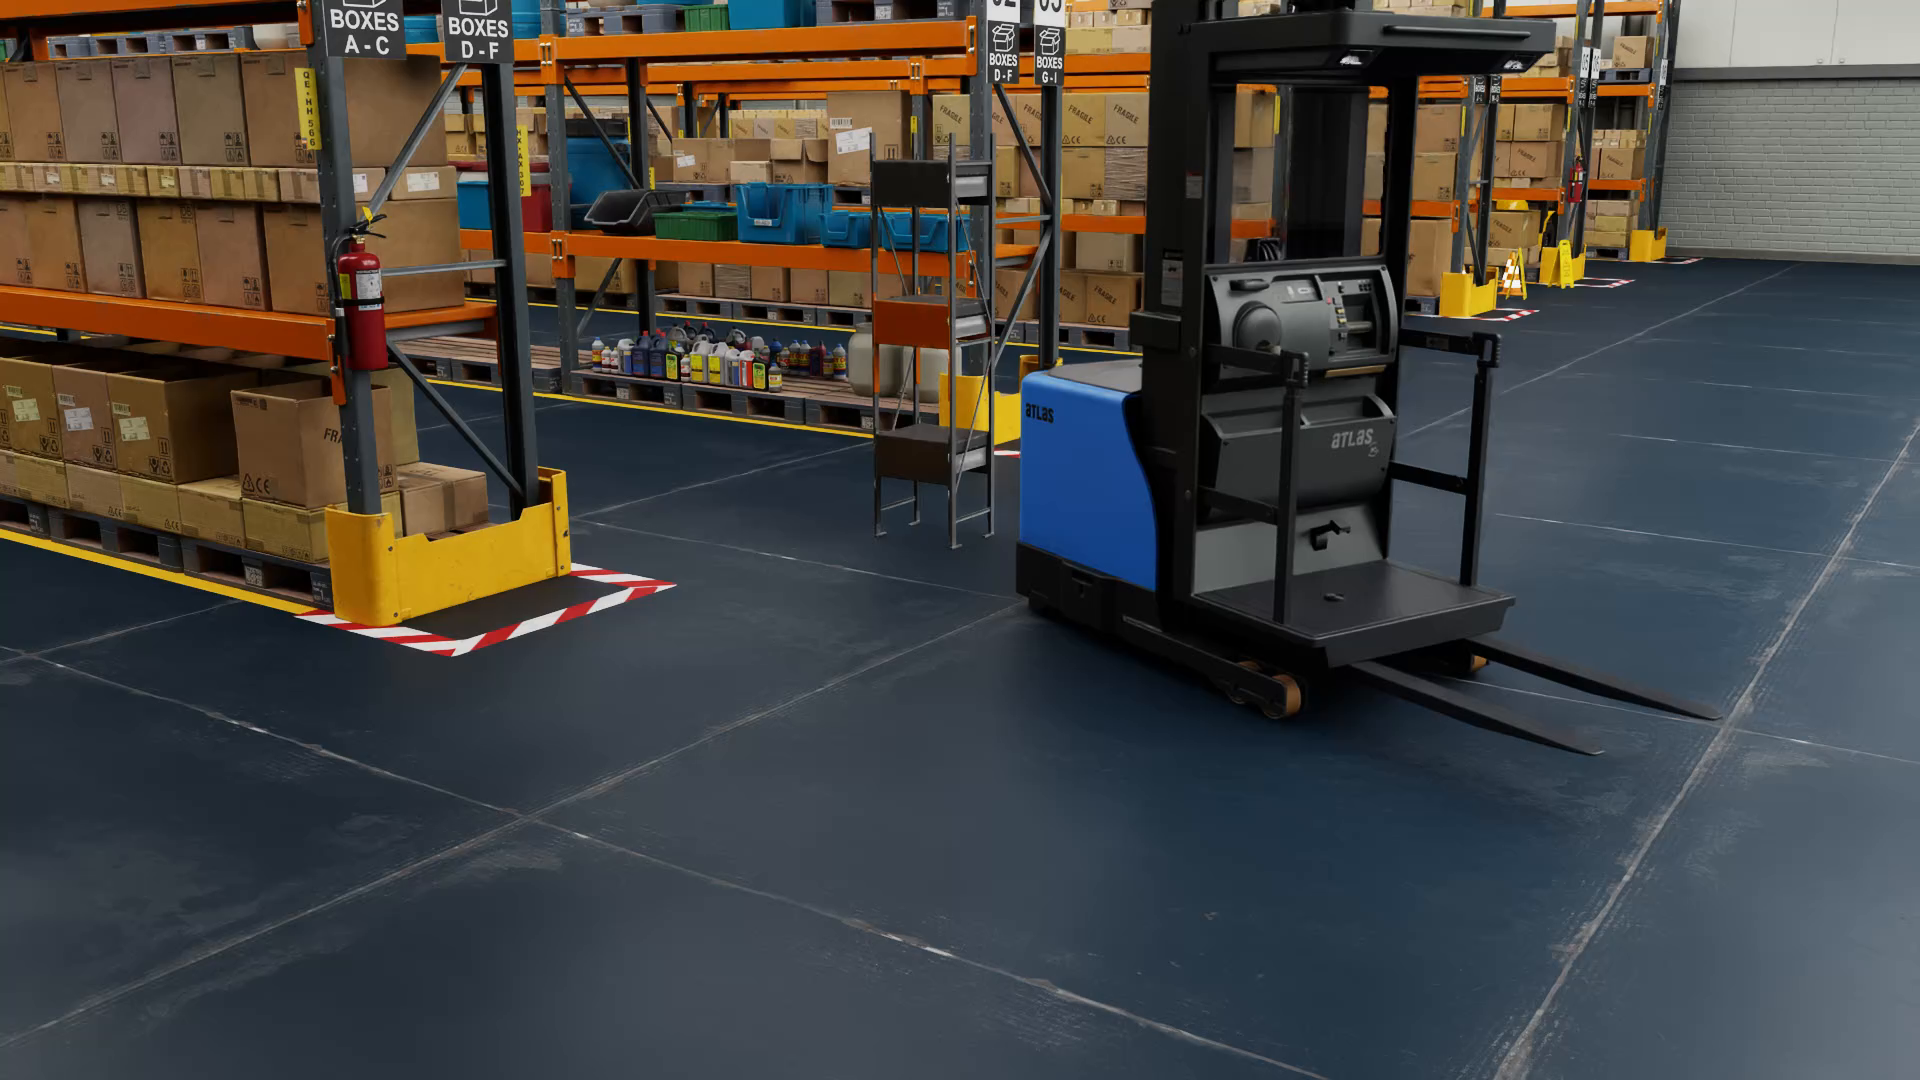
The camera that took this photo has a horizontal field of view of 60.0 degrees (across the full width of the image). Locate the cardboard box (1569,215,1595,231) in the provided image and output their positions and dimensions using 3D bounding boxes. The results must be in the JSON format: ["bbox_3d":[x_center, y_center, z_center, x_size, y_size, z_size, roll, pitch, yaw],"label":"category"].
[{"bbox_3d":[10.464,-5.336,27.946,0.500,0.250,0.500,9,17,32],"label":"cardboard box"}]

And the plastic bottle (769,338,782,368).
[{"bbox_3d":[-1.476,-1.480,13.320,0.097,0.271,0.097,0,14,0],"label":"plastic bottle"}]

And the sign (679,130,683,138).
[{"bbox_3d":[-4.247,-6.082,25.348,0.005,0.325,0.100,9,17,33],"label":"sign"}]

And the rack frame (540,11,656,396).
[{"bbox_3d":[-2.929,-2.735,13.629,0.127,3.000,1.000,9,17,33],"label":"rack frame"}]

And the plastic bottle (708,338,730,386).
[{"bbox_3d":[-1.827,-1.364,12.690,0.185,0.351,0.144,10,17,35],"label":"plastic bottle"}]

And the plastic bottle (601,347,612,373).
[{"bbox_3d":[-2.825,-1.446,13.332,0.097,0.201,0.097,0,14,0],"label":"plastic bottle"}]

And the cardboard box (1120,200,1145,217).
[{"bbox_3d":[1.756,-3.226,16.134,0.250,0.149,0.380,9,17,33],"label":"cardboard box"}]

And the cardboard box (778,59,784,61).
[{"bbox_3d":[-2.118,-5.496,18.851,0.500,0.250,0.500,10,17,34],"label":"cardboard box"}]

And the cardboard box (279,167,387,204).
[{"bbox_3d":[-2.801,-1.588,7.438,0.250,0.149,0.380,9,16,32],"label":"cardboard box"}]

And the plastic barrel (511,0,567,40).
[{"bbox_3d":[-3.472,-4.459,13.309,0.708,0.901,0.600,9,17,33],"label":"plastic barrel"}]

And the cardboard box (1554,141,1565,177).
[{"bbox_3d":[8.447,-5.474,23.866,0.500,0.500,0.500,9,16,32],"label":"cardboard box"}]

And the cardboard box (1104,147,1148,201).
[{"bbox_3d":[1.841,-3.577,16.204,0.500,0.500,0.875,9,17,33],"label":"cardboard box"}]

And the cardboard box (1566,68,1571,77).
[{"bbox_3d":[8.591,-6.605,23.545,0.250,0.149,0.380,9,17,33],"label":"cardboard box"}]

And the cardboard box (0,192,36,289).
[{"bbox_3d":[-4.884,-1.669,9.114,0.500,0.500,0.700,9,17,32],"label":"cardboard box"}]

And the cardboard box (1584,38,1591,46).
[{"bbox_3d":[10.155,-8.077,27.678,0.500,0.500,0.700,9,17,33],"label":"cardboard box"}]

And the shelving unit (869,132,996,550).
[{"bbox_3d":[-0.137,-1.041,8.661,0.503,2.100,0.431,9,17,33],"label":"shelving unit"}]

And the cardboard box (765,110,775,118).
[{"bbox_3d":[-3.383,-7.877,30.762,0.250,0.149,0.380,9,17,33],"label":"cardboard box"}]

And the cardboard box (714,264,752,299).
[{"bbox_3d":[-2.449,-3.101,19.396,0.500,0.500,0.700,8,16,28],"label":"cardboard box"}]

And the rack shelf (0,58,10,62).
[{"bbox_3d":[-11.227,-5.183,18.773,4.000,0.370,1.077,9,17,33],"label":"rack shelf"}]

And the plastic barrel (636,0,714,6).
[{"bbox_3d":[-2.163,-4.483,12.533,0.708,0.901,0.600,9,17,33],"label":"plastic barrel"}]

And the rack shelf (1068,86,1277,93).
[{"bbox_3d":[3.707,-7.074,26.410,4.000,0.370,1.077,9,17,33],"label":"rack shelf"}]

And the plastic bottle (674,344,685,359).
[{"bbox_3d":[-2.191,-1.396,12.981,0.097,0.271,0.097,0,14,0],"label":"plastic bottle"}]

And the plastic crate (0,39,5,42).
[{"bbox_3d":[-10.445,-5.422,18.512,0.590,0.269,0.497,9,17,33],"label":"plastic crate"}]

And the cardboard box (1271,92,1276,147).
[{"bbox_3d":[2.850,-3.993,15.801,0.500,0.500,0.500,9,17,33],"label":"cardboard box"}]

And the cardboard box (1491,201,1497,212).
[{"bbox_3d":[7.533,-4.801,23.914,0.250,0.149,0.380,10,17,34],"label":"cardboard box"}]

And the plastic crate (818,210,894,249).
[{"bbox_3d":[-0.728,-2.222,11.867,0.408,0.251,0.499,9,17,33],"label":"plastic crate"}]

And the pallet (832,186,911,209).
[{"bbox_3d":[-0.718,-3.761,18.173,1.213,0.211,1.003,9,17,33],"label":"pallet"}]

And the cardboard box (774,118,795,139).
[{"bbox_3d":[-3.073,-7.518,30.664,0.500,0.500,0.500,9,17,33],"label":"cardboard box"}]

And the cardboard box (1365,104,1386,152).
[{"bbox_3d":[5.212,-4.871,19.700,0.550,0.550,0.875,9,17,33],"label":"cardboard box"}]

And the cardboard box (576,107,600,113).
[{"bbox_3d":[-5.779,-6.664,26.594,0.500,0.500,0.500,9,16,31],"label":"cardboard box"}]

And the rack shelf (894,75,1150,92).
[{"bbox_3d":[1.028,-6.073,22.369,4.000,0.370,1.077,9,17,33],"label":"rack shelf"}]

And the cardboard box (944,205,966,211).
[{"bbox_3d":[0.046,-3.476,17.144,0.250,0.149,0.380,9,17,33],"label":"cardboard box"}]

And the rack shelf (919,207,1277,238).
[{"bbox_3d":[1.495,-3.105,16.622,4.000,0.370,1.077,9,17,33],"label":"rack shelf"}]

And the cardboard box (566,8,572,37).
[{"bbox_3d":[-4.795,-6.133,20.032,0.500,0.500,0.500,10,17,36],"label":"cardboard box"}]

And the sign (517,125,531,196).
[{"bbox_3d":[-2.063,-1.780,7.805,0.005,0.325,0.100,9,17,33],"label":"sign"}]

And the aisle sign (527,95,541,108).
[{"bbox_3d":[-7.163,-7.639,28.029,0.004,0.787,0.394,9,17,33],"label":"aisle sign"}]

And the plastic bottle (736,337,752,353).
[{"bbox_3d":[-1.733,-1.488,13.330,0.133,0.283,0.061,9,17,33],"label":"plastic bottle"}]

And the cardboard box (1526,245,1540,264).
[{"bbox_3d":[8.170,-4.195,24.374,0.500,0.250,0.500,9,17,32],"label":"cardboard box"}]

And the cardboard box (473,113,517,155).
[{"bbox_3d":[-5.705,-5.153,21.100,0.637,0.503,0.797,9,17,33],"label":"cardboard box"}]

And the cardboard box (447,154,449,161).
[{"bbox_3d":[-6.561,-4.732,21.490,0.500,0.500,0.500,9,17,33],"label":"cardboard box"}]

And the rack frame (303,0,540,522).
[{"bbox_3d":[-2.377,-1.211,7.475,0.127,3.000,1.000,9,17,33],"label":"rack frame"}]

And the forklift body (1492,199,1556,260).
[{"bbox_3d":[8.861,-5.631,27.094,1.214,2.155,2.313,9,17,33],"label":"forklift body"}]

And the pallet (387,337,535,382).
[{"bbox_3d":[-4.619,-1.642,15.019,1.213,0.211,1.003,9,17,33],"label":"pallet"}]

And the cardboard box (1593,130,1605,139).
[{"bbox_3d":[10.583,-6.723,27.561,0.250,0.149,0.380,10,17,34],"label":"cardboard box"}]

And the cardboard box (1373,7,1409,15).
[{"bbox_3d":[5.030,-6.019,19.263,0.500,0.250,0.500,9,17,33],"label":"cardboard box"}]

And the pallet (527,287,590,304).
[{"bbox_3d":[-5.104,-3.190,21.270,1.213,0.211,1.003,9,17,33],"label":"pallet"}]

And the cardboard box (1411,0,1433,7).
[{"bbox_3d":[5.331,-6.146,18.949,0.250,0.149,0.380,9,17,33],"label":"cardboard box"}]

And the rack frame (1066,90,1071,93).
[{"bbox_3d":[2.047,-6.235,27.768,0.127,3.000,1.000,9,17,33],"label":"rack frame"}]

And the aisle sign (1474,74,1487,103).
[{"bbox_3d":[5.898,-5.354,18.800,0.004,0.787,0.394,9,17,33],"label":"aisle sign"}]

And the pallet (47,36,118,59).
[{"bbox_3d":[-8.862,-5.087,17.280,1.003,0.211,1.213,9,17,33],"label":"pallet"}]

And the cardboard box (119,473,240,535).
[{"bbox_3d":[-3.825,-0.225,8.338,0.500,0.250,0.500,9,17,33],"label":"cardboard box"}]

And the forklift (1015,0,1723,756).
[{"bbox_3d":[1.459,-0.887,6.307,1.130,2.935,3.031,-9,16,-31],"label":"forklift"}]

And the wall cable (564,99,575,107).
[{"bbox_3d":[-8.501,-8.837,36.164,0.122,1.984,0.588,9,17,33],"label":"wall cable"}]

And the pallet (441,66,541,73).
[{"bbox_3d":[-6.015,-6.045,21.158,1.217,0.209,0.805,8,16,31],"label":"pallet"}]

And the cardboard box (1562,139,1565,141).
[{"bbox_3d":[10.151,-6.644,27.861,0.250,0.149,0.380,9,16,31],"label":"cardboard box"}]

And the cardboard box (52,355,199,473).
[{"bbox_3d":[-4.241,-0.656,8.517,0.500,0.500,0.500,9,17,33],"label":"cardboard box"}]

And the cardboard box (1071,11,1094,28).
[{"bbox_3d":[1.269,-4.999,16.016,0.250,0.149,0.380,10,17,34],"label":"cardboard box"}]

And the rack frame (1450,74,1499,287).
[{"bbox_3d":[6.006,-4.162,19.392,0.127,3.000,1.000,9,17,33],"label":"rack frame"}]

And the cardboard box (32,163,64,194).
[{"bbox_3d":[-4.510,-1.865,8.555,0.250,0.149,0.380,9,16,31],"label":"cardboard box"}]
